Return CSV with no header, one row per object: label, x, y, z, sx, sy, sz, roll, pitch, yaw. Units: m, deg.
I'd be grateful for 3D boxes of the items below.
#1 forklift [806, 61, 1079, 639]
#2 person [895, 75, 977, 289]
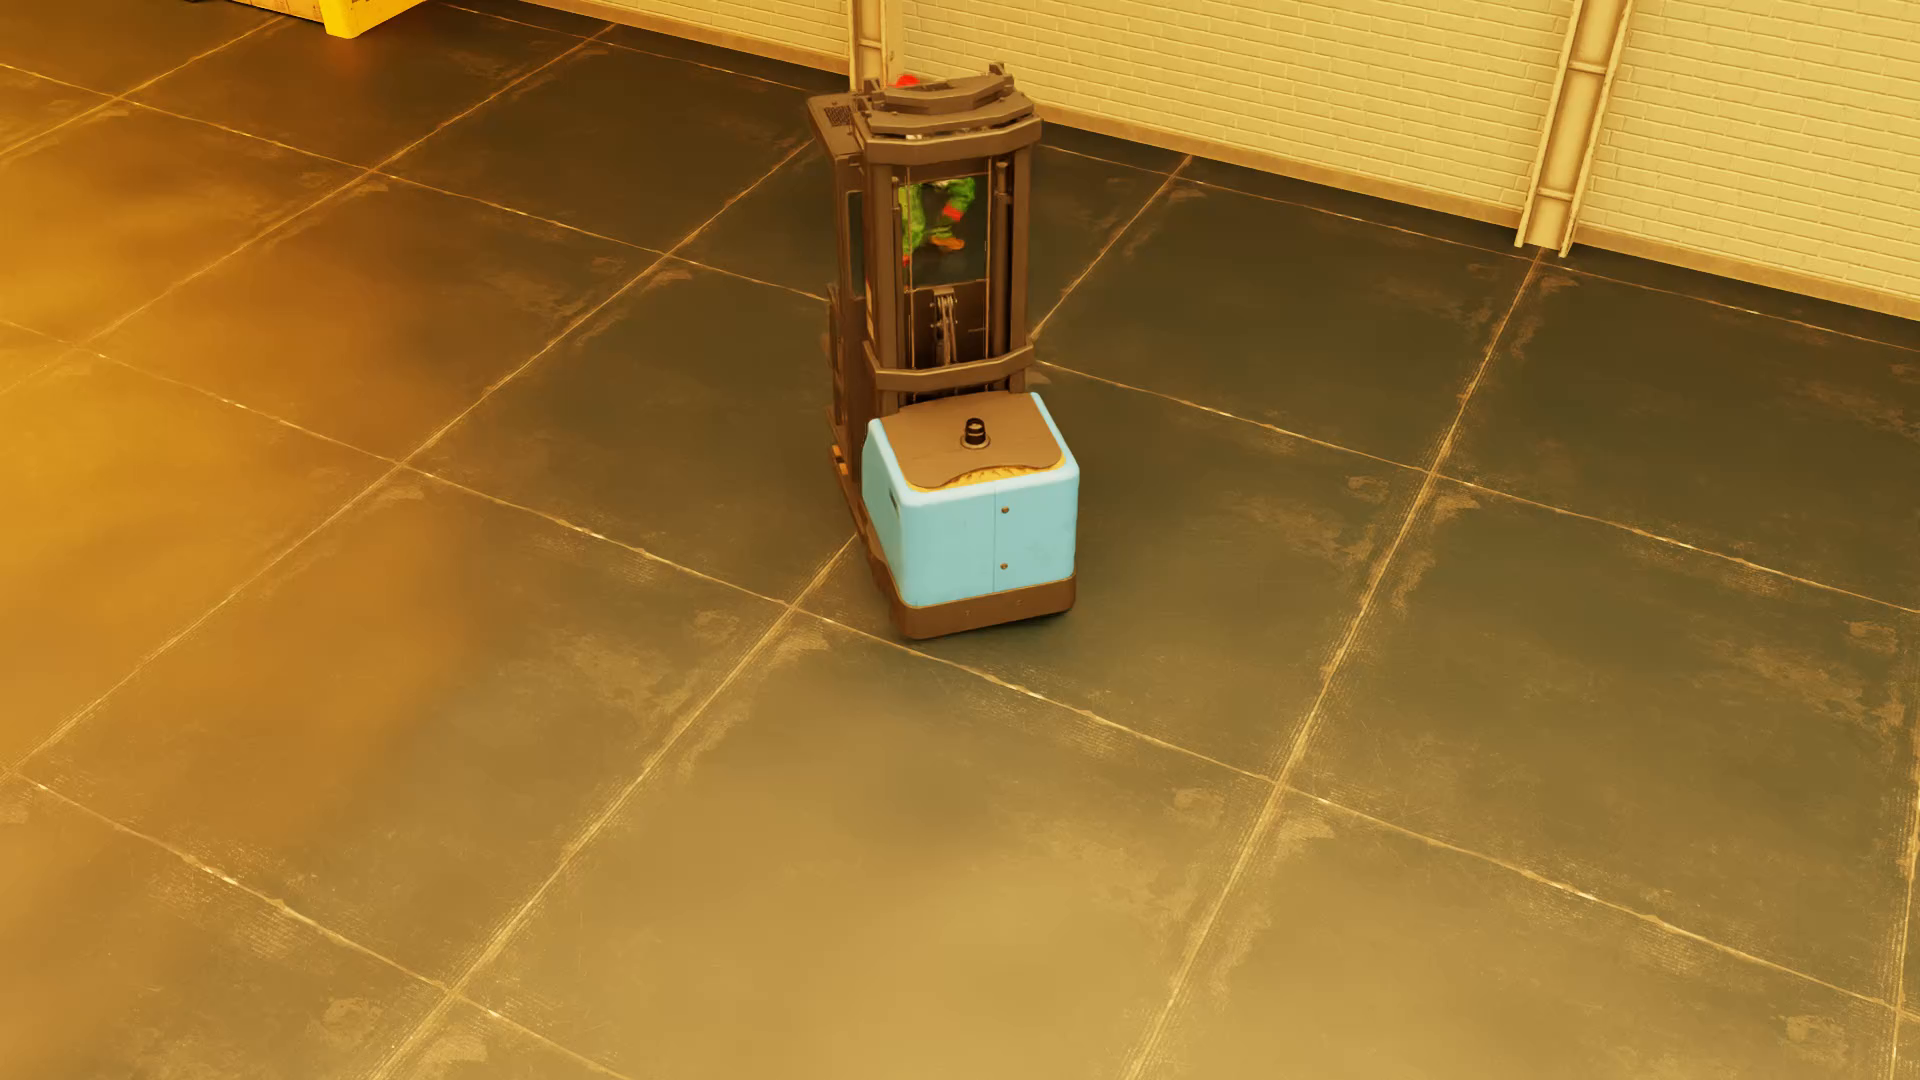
forklift,-0.228,-1.514,9.785,1.130,2.935,3.031,-11,41,-12
person,-0.221,-2.676,12.230,0.773,1.564,1.009,27,47,28
